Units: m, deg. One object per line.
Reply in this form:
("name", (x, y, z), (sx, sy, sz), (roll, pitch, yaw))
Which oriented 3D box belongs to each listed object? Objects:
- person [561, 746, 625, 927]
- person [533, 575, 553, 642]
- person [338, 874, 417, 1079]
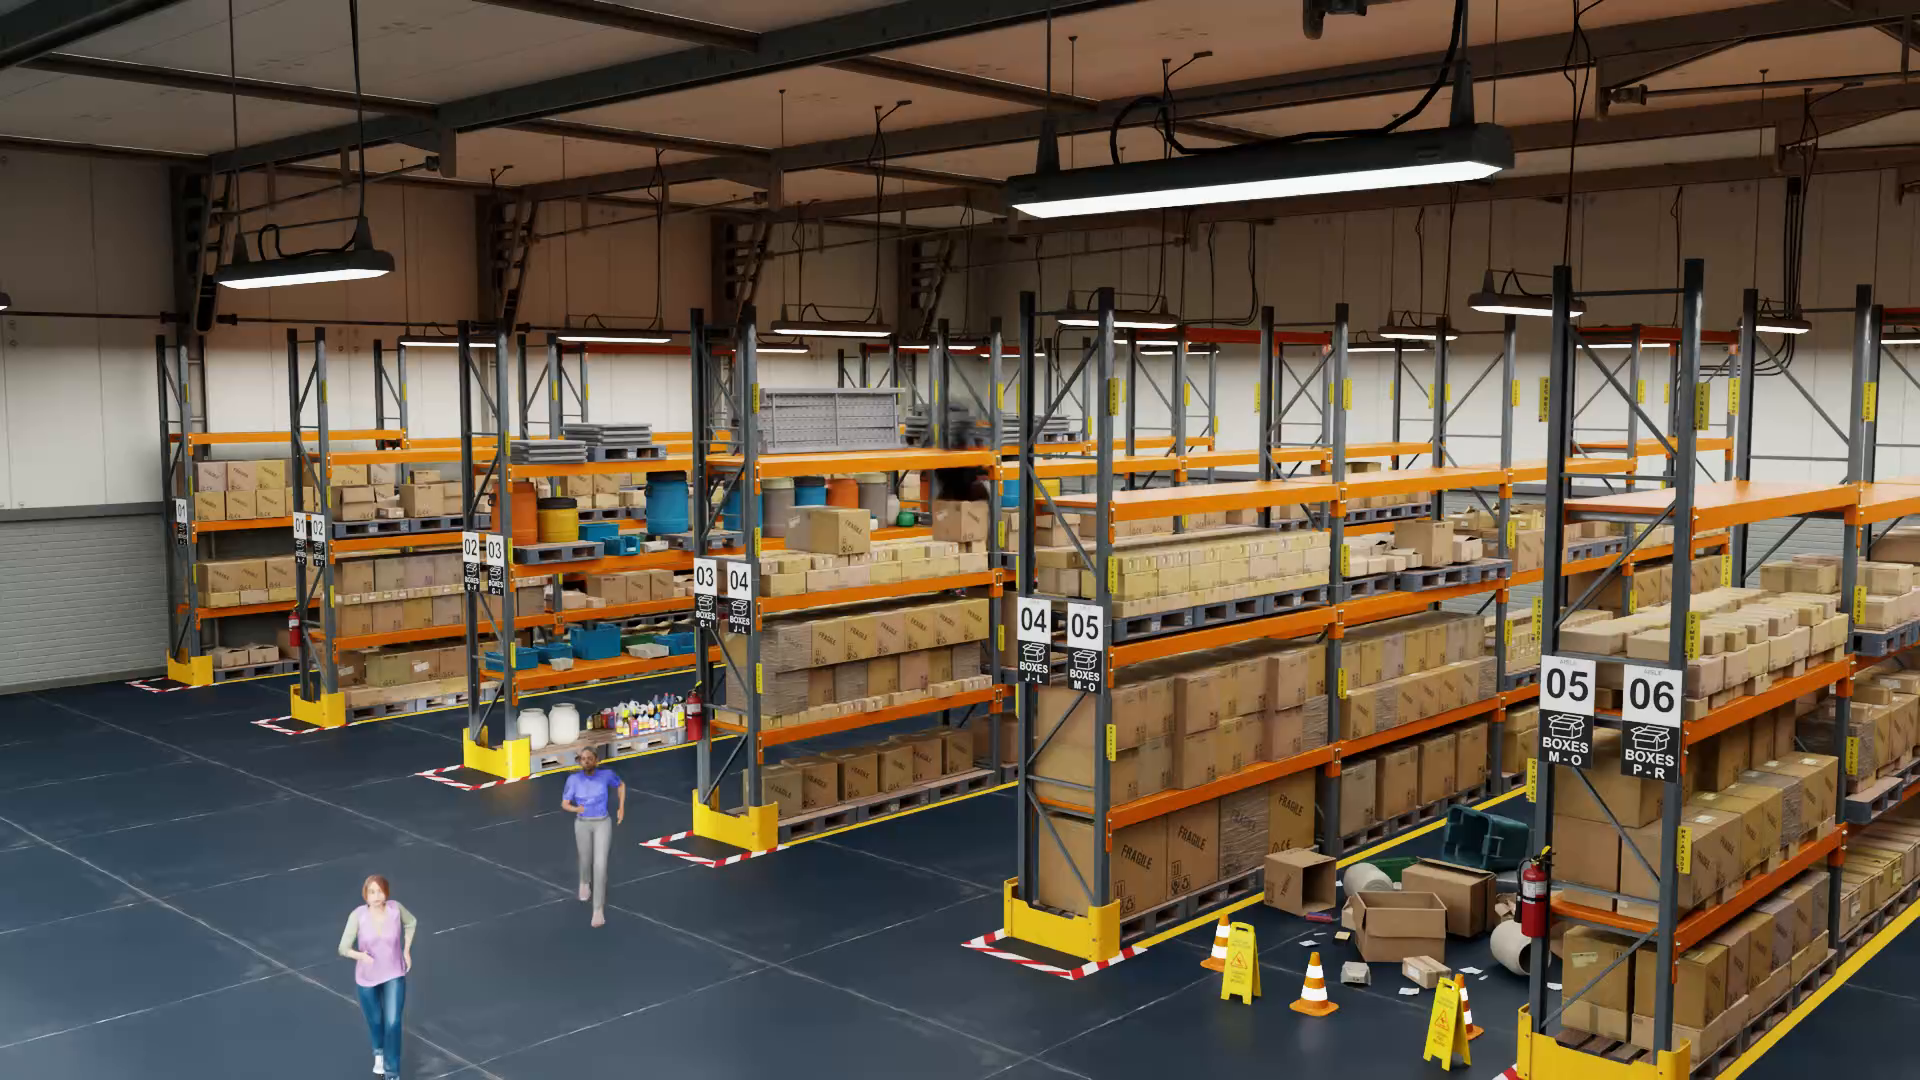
("person", (-3.567, 2.826, 16.219), (0.587, 1.697, 0.901), (-1, 5, -6))
("person", (-7.571, 1.447, 30.140), (0.682, 1.820, 0.766), (4, 7, 39))
("person", (-4.238, 3.227, 12.129), (0.525, 1.637, 0.729), (-1, 6, -15))
